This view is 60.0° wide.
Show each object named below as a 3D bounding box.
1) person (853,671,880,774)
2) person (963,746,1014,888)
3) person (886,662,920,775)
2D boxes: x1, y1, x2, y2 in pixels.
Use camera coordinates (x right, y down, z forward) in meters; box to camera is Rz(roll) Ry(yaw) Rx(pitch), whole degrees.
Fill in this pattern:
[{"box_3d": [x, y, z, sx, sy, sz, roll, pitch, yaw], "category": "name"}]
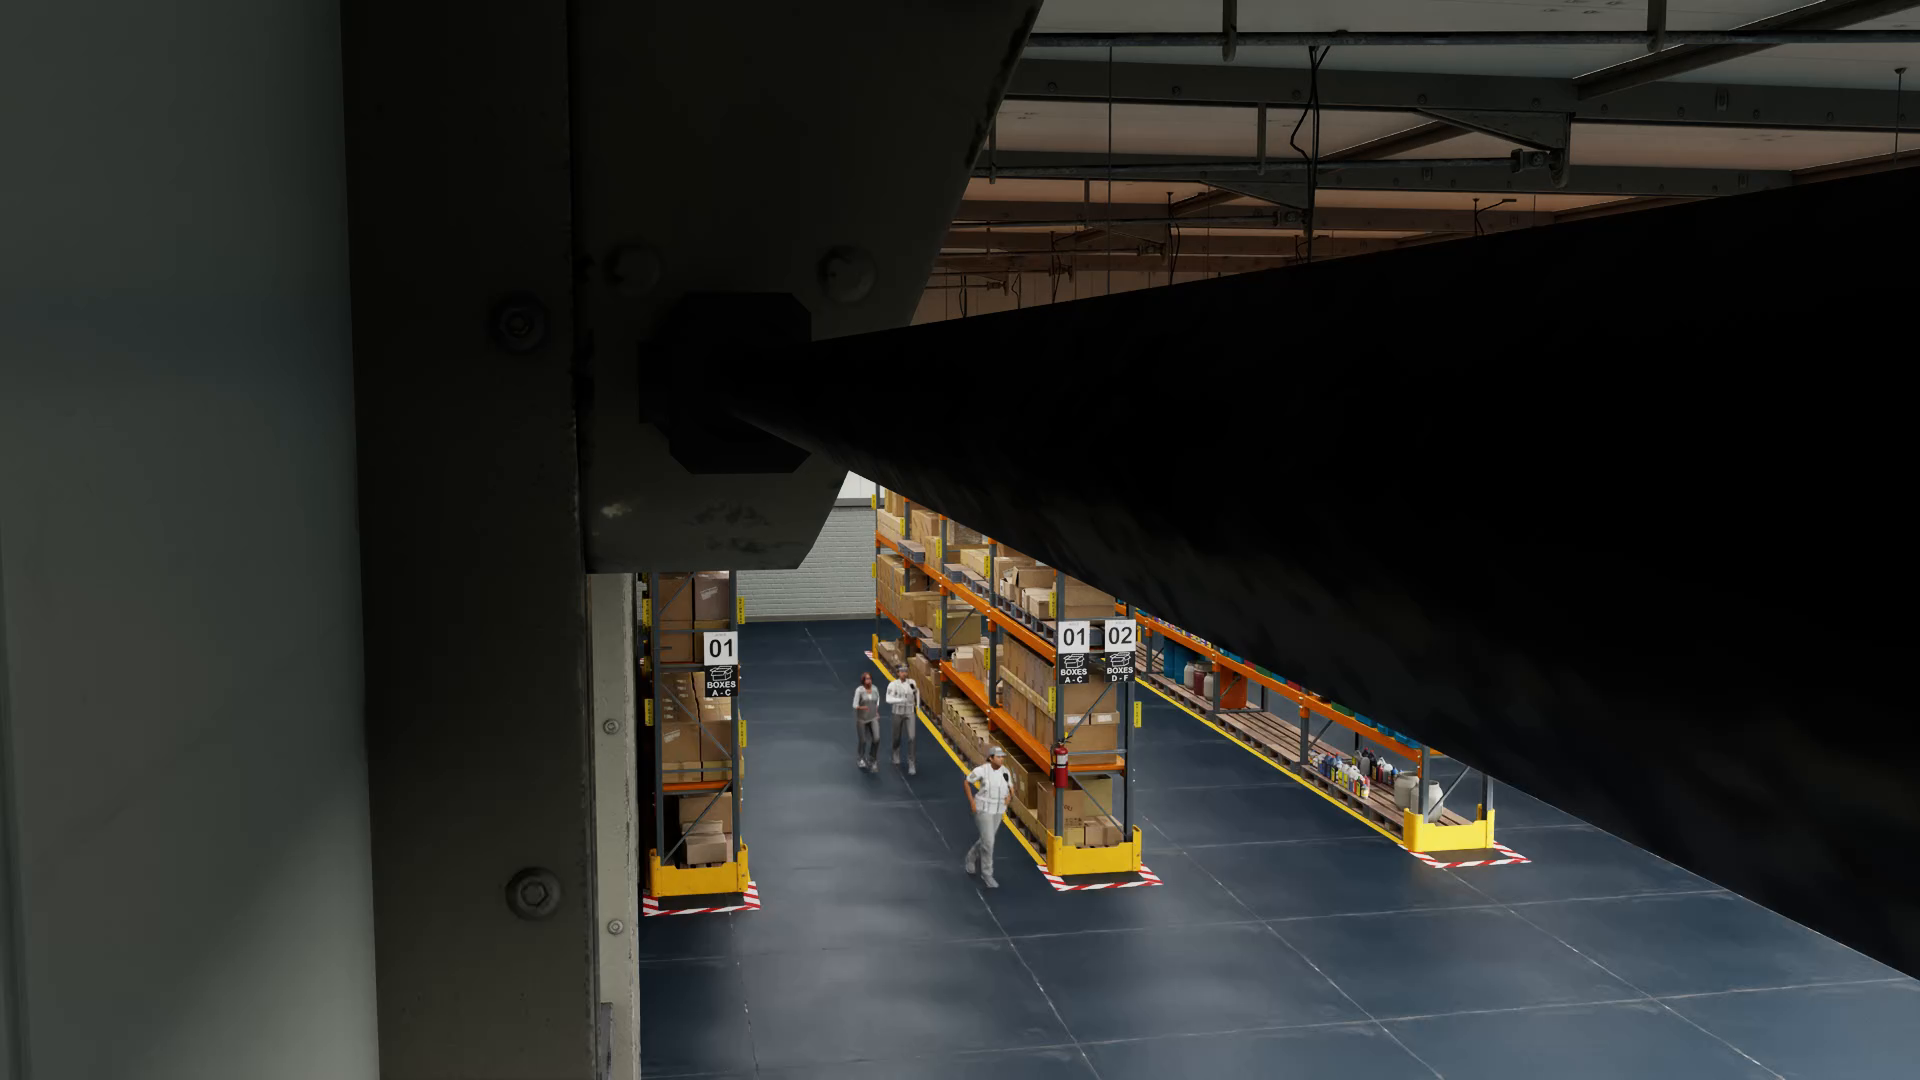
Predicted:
[{"box_3d": [-1.451, 2.865, 26.120, 0.490, 1.625, 0.711, -2, 6, -18], "category": "person"}, {"box_3d": [0.386, 3.398, 20.706, 0.604, 1.684, 0.798, -4, 7, -36], "category": "person"}, {"box_3d": [-0.891, 2.776, 26.273, 0.592, 1.715, 0.844, -1, 6, -12], "category": "person"}]
